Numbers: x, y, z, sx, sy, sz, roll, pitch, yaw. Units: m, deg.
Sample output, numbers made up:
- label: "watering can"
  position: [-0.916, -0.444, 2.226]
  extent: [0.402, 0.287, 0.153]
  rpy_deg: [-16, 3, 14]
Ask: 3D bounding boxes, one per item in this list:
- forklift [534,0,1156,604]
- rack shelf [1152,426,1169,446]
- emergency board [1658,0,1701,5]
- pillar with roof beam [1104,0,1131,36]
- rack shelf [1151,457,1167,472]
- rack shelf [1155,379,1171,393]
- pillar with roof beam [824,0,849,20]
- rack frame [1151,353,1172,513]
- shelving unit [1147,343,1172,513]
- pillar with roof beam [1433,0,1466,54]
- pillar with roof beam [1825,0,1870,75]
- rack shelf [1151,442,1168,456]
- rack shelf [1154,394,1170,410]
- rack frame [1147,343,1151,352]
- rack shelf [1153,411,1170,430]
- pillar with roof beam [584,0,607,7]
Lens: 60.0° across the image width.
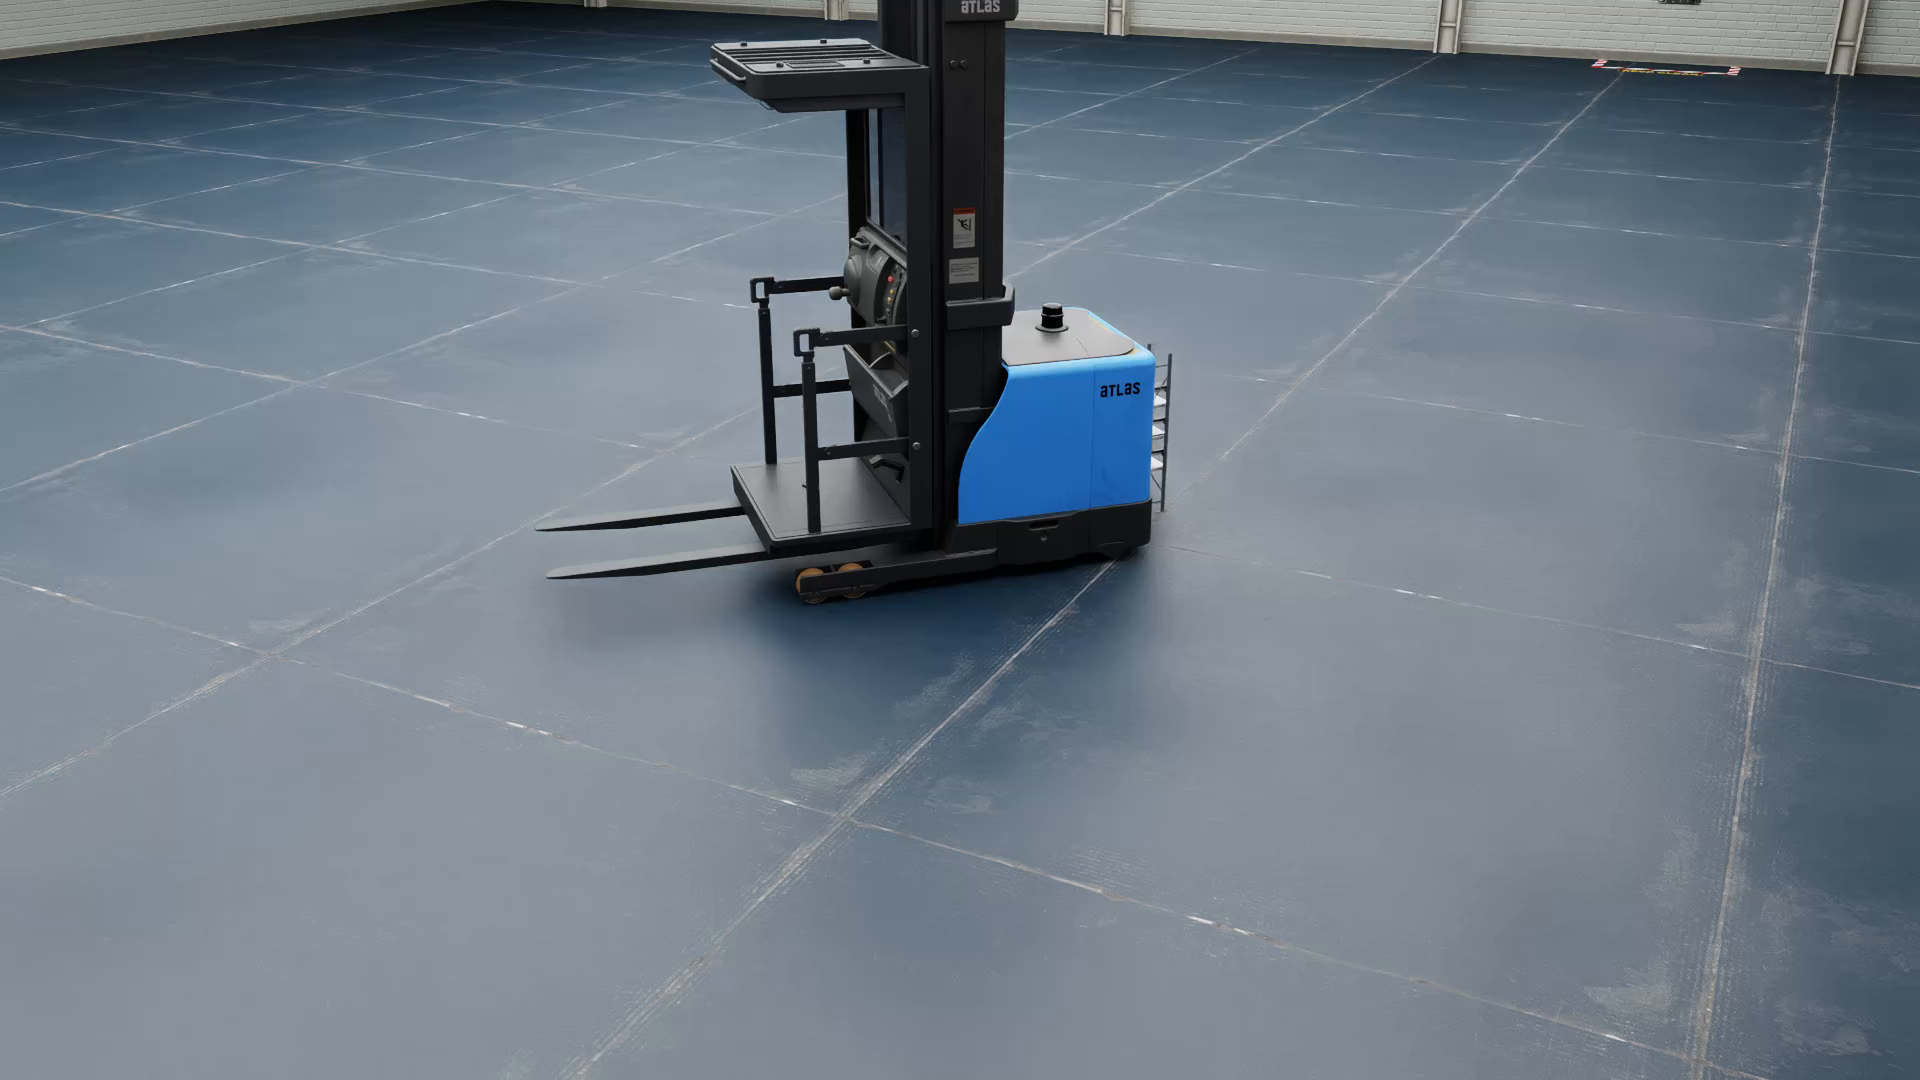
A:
- label: "forklift"
  position: [-0.594, -1.274, 8.000]
  extent: [3.031, 2.935, 1.130]
  rpy_deg: [-7, 24, -16]
- label: "rack shelf"
  position: [0.965, -0.555, 8.989]
  extent: [0.258, 0.077, 0.200]
  rpy_deg: [-11, 25, -24]
- label: "emergency board"
  position: [11.421, -9.053, 26.205]
  extent: [0.626, 1.169, 0.157]
  rpy_deg: [11, 25, 25]
- label: "pillar with roof beam"
  position: [0.957, -11.972, 25.402]
  extent: [0.400, 9.000, 9.100]
  rpy_deg: [11, 25, 25]
- label: "rack shelf"
  position: [0.965, -0.389, 9.060]
  extent: [0.258, 0.077, 0.200]
  rpy_deg: [-11, 25, -24]
- label: "rack shelf"
  position: [0.965, -0.803, 8.884]
  extent: [0.258, 0.077, 0.200]
  rpy_deg: [-11, 25, -24]
- label: "pillar with roof beam"
  position: [-4.398, -13.031, 27.893]
  extent: [0.400, 9.000, 9.100]
  rpy_deg: [11, 25, 25]
- label: "rack frame"
  position: [1.010, -0.550, 8.893]
  extent: [0.240, 0.900, 0.006]
  rpy_deg: [-11, 25, -24]
- label: "shelving unit"
  position: [0.965, -0.585, 8.976]
  extent: [0.258, 0.900, 0.210]
  rpy_deg: [-11, 25, -24]
- label: "pillar with roof beam"
  position: [6.312, -10.912, 22.910]
  extent: [0.400, 9.000, 9.100]
  rpy_deg: [11, 25, 25]
- label: "pillar with roof beam"
  position: [11.666, -9.853, 20.419]
  extent: [0.400, 9.000, 9.100]
  rpy_deg: [11, 25, 25]
- label: "rack shelf"
  position: [0.965, -0.472, 9.025]
  extent: [0.258, 0.077, 0.200]
  rpy_deg: [-11, 25, -24]
- label: "rack shelf"
  position: [0.965, -0.720, 8.919]
  extent: [0.258, 0.077, 0.200]
  rpy_deg: [-11, 25, -24]
- label: "rack frame"
  position: [0.919, -0.621, 9.060]
  extent: [0.240, 0.900, 0.006]
  rpy_deg: [-11, 25, -24]
- label: "rack shelf"
  position: [0.965, -0.637, 8.954]
  extent: [0.258, 0.077, 0.200]
  rpy_deg: [-11, 25, -24]
- label: "pillar with roof beam"
  position: [-9.752, -14.090, 30.384]
  extent: [0.400, 9.000, 9.100]
  rpy_deg: [11, 25, 25]
